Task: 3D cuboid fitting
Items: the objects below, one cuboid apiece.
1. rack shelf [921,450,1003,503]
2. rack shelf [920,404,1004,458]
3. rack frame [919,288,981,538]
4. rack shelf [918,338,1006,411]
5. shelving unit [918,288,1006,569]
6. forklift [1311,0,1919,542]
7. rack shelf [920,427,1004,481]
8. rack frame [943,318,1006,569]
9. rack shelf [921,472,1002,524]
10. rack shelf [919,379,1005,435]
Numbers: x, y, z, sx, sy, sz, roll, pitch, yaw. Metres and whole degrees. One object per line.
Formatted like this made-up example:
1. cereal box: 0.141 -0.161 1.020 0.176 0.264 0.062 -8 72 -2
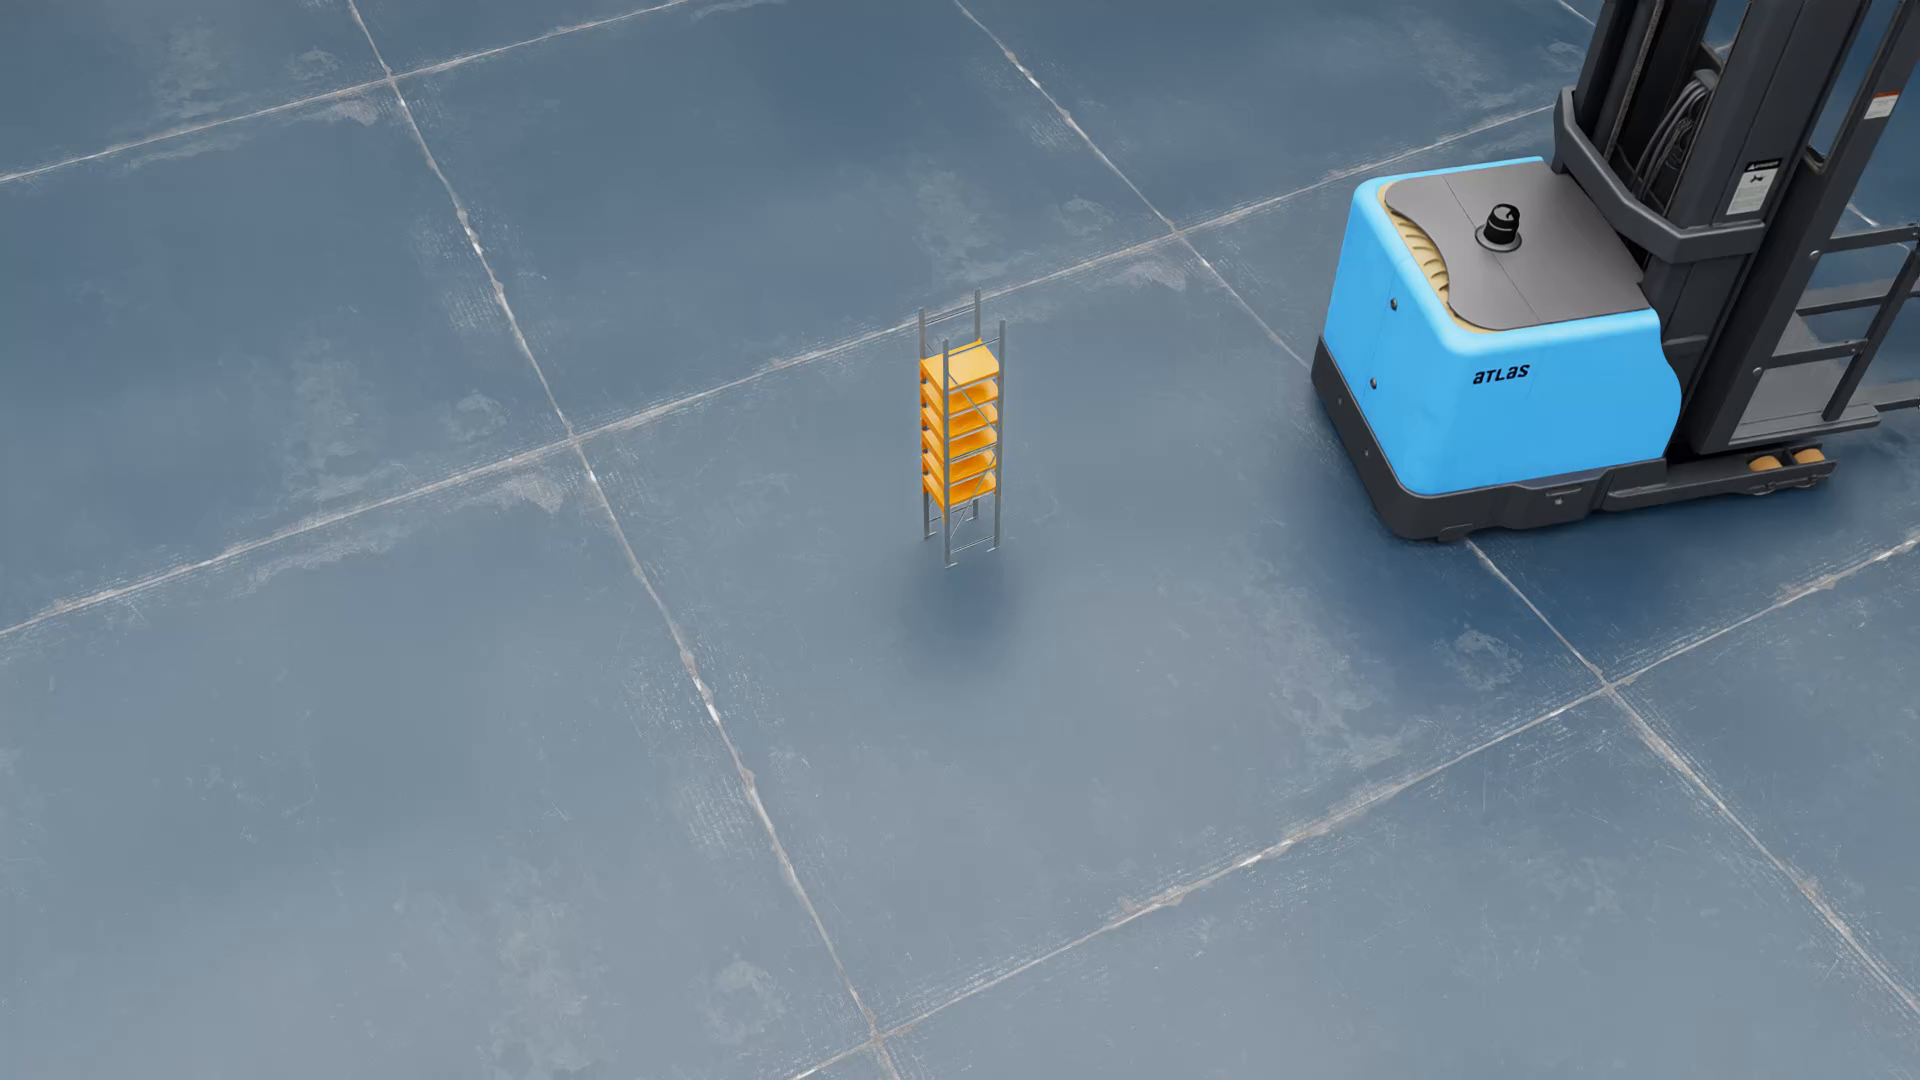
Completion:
1. rack shelf: 0.007 -0.277 6.306 0.258 0.103 0.180 -21 52 -18
2. rack shelf: 0.007 -0.435 6.126 0.258 0.103 0.180 -21 52 -18
3. rack frame: -0.035 -0.447 6.236 0.240 1.200 0.006 -21 52 -18
4. rack shelf: 0.007 -0.593 5.945 0.258 0.103 0.180 -21 52 -18
5. shelving unit: 0.007 -0.385 6.183 0.258 1.200 0.189 -21 52 -18
6. forklift: 3.082 -1.531 6.034 3.031 2.935 1.130 -9 49 -8
7. rack shelf: 0.007 -0.356 6.216 0.258 0.103 0.180 -21 52 -18
8. rack frame: 0.049 -0.324 6.129 0.240 1.200 0.006 -21 52 -18
9. rack shelf: 0.007 -0.198 6.397 0.258 0.103 0.180 -21 52 -18
10. rack shelf: 0.007 -0.514 6.035 0.258 0.103 0.180 -21 52 -18
